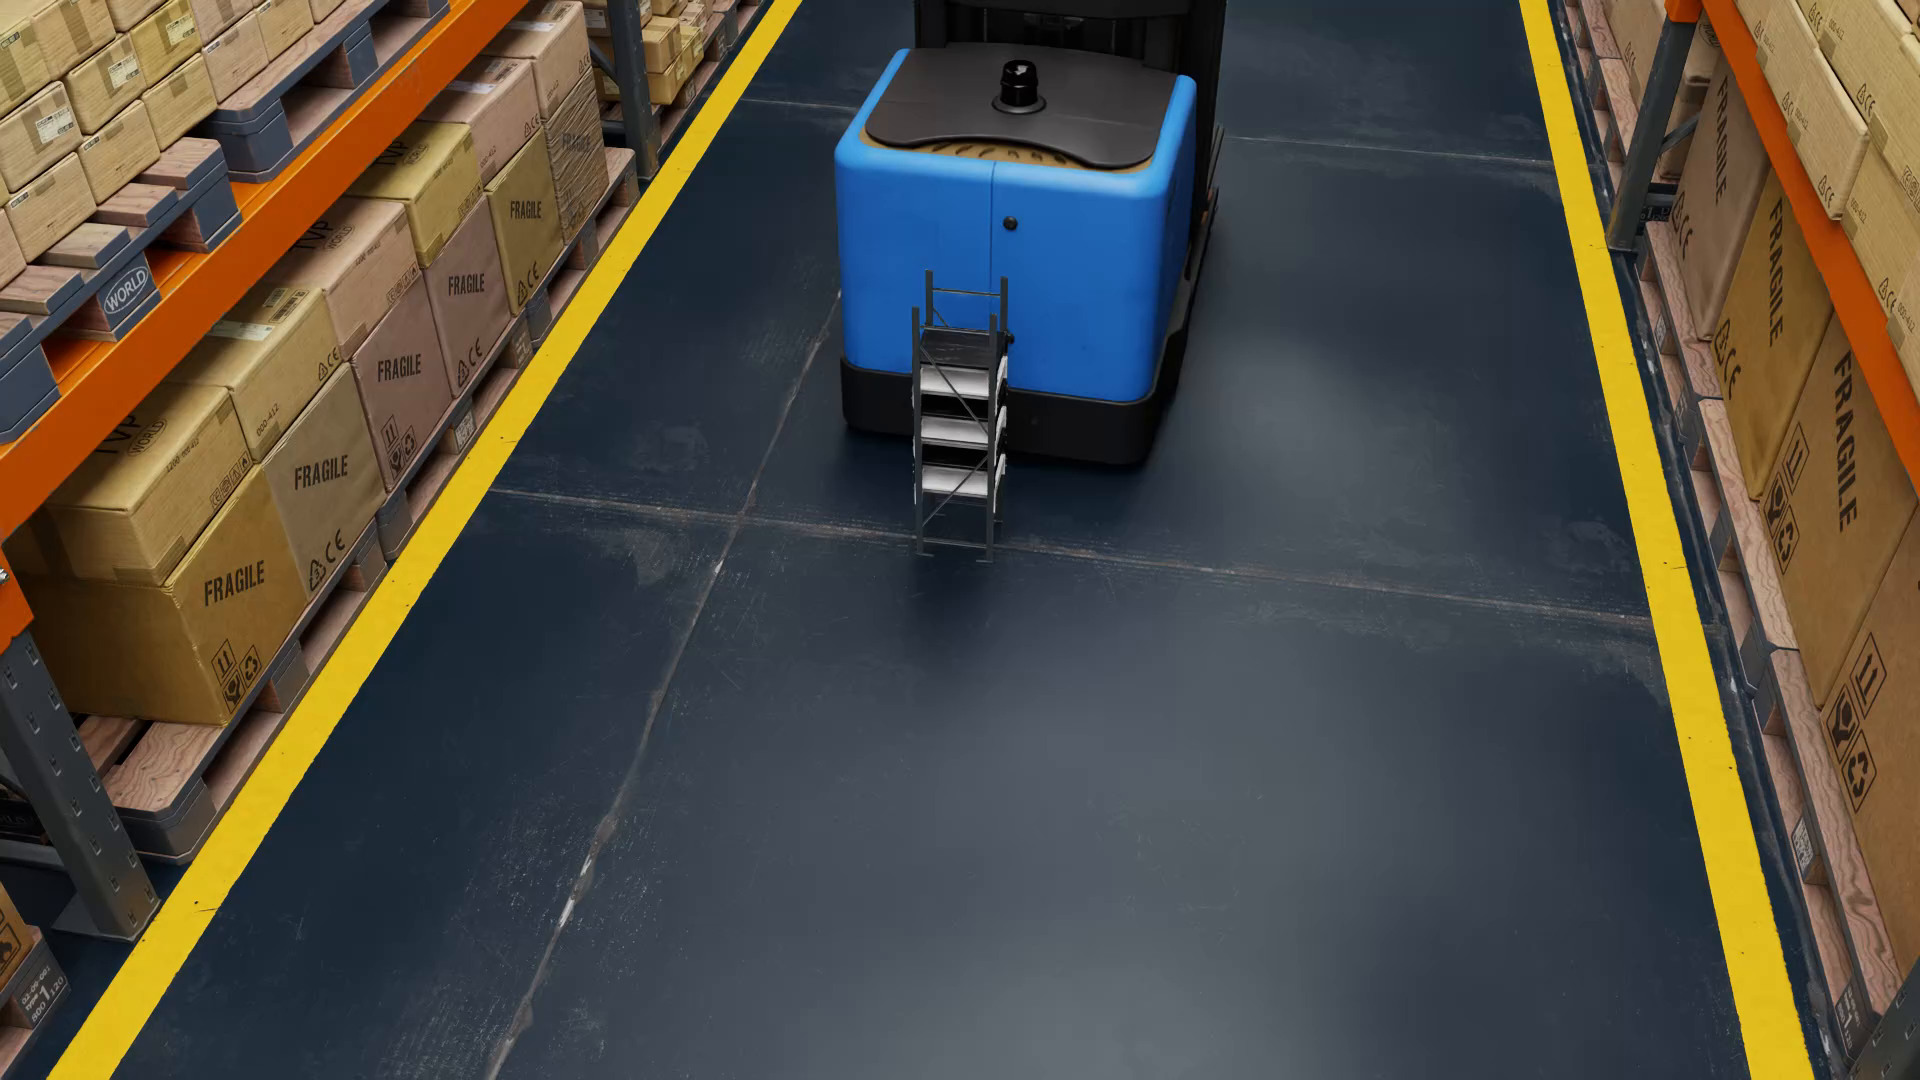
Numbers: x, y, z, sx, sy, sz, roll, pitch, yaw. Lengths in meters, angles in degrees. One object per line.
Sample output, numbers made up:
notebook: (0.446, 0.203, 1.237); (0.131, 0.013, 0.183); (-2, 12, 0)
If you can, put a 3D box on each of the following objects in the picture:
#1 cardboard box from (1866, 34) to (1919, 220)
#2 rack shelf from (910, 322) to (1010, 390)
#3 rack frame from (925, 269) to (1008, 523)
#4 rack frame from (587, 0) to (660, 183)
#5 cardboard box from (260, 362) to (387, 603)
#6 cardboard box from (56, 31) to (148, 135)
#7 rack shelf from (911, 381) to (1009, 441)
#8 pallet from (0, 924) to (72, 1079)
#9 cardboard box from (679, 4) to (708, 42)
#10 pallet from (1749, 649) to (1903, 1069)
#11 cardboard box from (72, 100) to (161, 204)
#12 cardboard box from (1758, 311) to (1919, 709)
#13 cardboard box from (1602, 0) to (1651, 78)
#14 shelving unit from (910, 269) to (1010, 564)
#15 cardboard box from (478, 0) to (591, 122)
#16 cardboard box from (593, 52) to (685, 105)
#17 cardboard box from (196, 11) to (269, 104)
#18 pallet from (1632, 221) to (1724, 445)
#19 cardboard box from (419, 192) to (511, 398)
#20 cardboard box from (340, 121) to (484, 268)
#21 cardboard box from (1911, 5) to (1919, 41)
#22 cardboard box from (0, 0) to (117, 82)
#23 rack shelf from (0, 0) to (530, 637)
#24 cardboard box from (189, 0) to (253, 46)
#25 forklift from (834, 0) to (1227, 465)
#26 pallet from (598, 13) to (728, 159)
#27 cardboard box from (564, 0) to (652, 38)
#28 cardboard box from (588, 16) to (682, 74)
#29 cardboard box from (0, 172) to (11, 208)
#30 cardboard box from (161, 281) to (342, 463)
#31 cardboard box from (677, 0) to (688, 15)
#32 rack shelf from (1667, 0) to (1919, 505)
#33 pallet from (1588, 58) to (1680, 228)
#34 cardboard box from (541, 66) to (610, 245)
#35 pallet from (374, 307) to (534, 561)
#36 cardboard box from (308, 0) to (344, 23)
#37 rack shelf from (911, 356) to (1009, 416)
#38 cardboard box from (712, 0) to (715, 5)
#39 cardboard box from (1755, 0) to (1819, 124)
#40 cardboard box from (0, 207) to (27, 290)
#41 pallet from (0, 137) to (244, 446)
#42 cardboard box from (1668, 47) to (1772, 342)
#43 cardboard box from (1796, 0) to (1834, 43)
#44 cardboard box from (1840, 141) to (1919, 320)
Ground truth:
cardboard box: (2.387, -0.894, 3.703); (0.500, 0.250, 0.500); (5, 40, 7)
rack shelf: (0.001, -0.534, 4.819); (0.258, 0.077, 0.200); (6, 40, 8)
rack frame: (0.019, -0.416, 5.047); (0.240, 0.900, 0.006); (6, 40, 8)
rack frame: (-1.801, -2.774, 6.251); (1.000, 3.000, 0.127); (6, 40, 8)
cardboard box: (-2.036, -0.194, 4.763); (0.500, 0.500, 0.500); (7, 40, 8)
cardboard box: (-2.124, -1.063, 3.816); (0.380, 0.149, 0.250); (5, 40, 6)
rack shelf: (0.001, -0.396, 4.933); (0.258, 0.077, 0.200); (6, 40, 8)
pallet: (-2.704, 1.297, 3.515); (1.003, 0.211, 1.213); (6, 40, 8)
cardboard box: (-1.384, -2.359, 7.657); (0.380, 0.149, 0.250); (6, 40, 7)
pallet: (2.610, 0.807, 4.109); (1.003, 0.211, 1.213); (6, 40, 8)
cardboard box: (-2.124, -0.925, 3.883); (0.380, 0.149, 0.250); (8, 40, 10)
cardboard box: (2.759, -0.108, 4.365); (0.875, 0.875, 0.875); (7, 40, 8)
cardboard box: (3.461, -2.410, 7.493); (0.875, 0.438, 0.875); (5, 40, 6)
shelving unit: (0.001, -0.352, 4.969); (0.258, 0.900, 0.210); (6, 40, 8)
cardboard box: (-1.681, -1.766, 6.076); (0.500, 0.250, 0.500); (5, 40, 6)
cardboard box: (-1.422, -2.030, 7.260); (0.380, 0.149, 0.250); (5, 40, 6)
cardboard box: (-2.035, -1.262, 4.290); (0.380, 0.149, 0.250); (8, 40, 9)
pallet: (3.033, -0.725, 5.961); (1.003, 0.211, 1.213); (6, 40, 8)
cardboard box: (-1.863, -0.837, 5.541); (0.500, 0.500, 0.500); (6, 40, 7)
cardboard box: (-1.860, -1.112, 5.285); (0.500, 0.250, 0.500); (5, 40, 6)
cardboard box: (2.405, -1.193, 3.475); (0.500, 0.500, 0.500); (6, 40, 8)
cardboard box: (-2.132, -1.149, 3.687); (0.380, 0.149, 0.250); (6, 40, 7)
rack shelf: (-2.147, -1.242, 4.963); (1.077, 0.370, 4.000); (6, 40, 8)
cardboard box: (-2.037, -1.378, 4.196); (0.380, 0.149, 0.250); (6, 40, 8)
forklift: (0.435, -2.322, 5.758); (1.130, 2.935, 3.031); (8, 40, 10)
pallet: (-1.720, -2.125, 7.655); (1.003, 0.211, 1.213); (6, 40, 8)
cardboard box: (-1.537, -2.260, 7.070); (0.380, 0.149, 0.250); (8, 40, 9)
cardboard box: (-1.423, -2.144, 7.164); (0.380, 0.149, 0.250); (8, 40, 10)
cardboard box: (-2.212, -0.725, 3.407); (0.380, 0.149, 0.250); (8, 40, 10)
cardboard box: (-2.048, -0.476, 4.515); (0.500, 0.250, 0.500); (6, 40, 7)
cardboard box: (-1.461, -2.470, 7.558); (0.380, 0.149, 0.250); (6, 40, 7)
rack shelf: (2.746, -0.759, 4.379); (1.077, 0.370, 4.000); (6, 40, 8)
pallet: (3.300, -1.686, 7.123); (1.003, 0.211, 1.213); (6, 40, 8)
cardboard box: (-1.681, -1.480, 6.319); (0.500, 0.500, 0.500); (6, 40, 7)
pallet: (-2.143, -0.443, 5.620); (1.003, 0.211, 1.213); (6, 40, 8)
cardboard box: (-1.943, -1.583, 4.678); (0.380, 0.149, 0.250); (5, 40, 6)
rack shelf: (0.001, -0.465, 4.876); (0.258, 0.077, 0.200); (6, 40, 8)
cardboard box: (-1.377, -2.697, 8.065); (0.380, 0.149, 0.250); (5, 40, 6)
cardboard box: (2.563, -1.342, 4.637); (0.500, 0.250, 0.500); (6, 40, 7)
cardboard box: (-2.217, -0.588, 3.474); (0.380, 0.149, 0.250); (6, 40, 7)
pallet: (-2.475, -0.649, 3.831); (1.213, 0.211, 1.003); (6, 40, 8)
cardboard box: (3.063, -1.237, 5.730); (0.875, 0.875, 0.875); (8, 40, 9)
cardboard box: (2.562, -1.538, 4.481); (0.500, 0.250, 0.500); (7, 40, 8)
cardboard box: (2.407, -0.706, 3.868); (0.500, 0.250, 0.500); (6, 40, 7)
